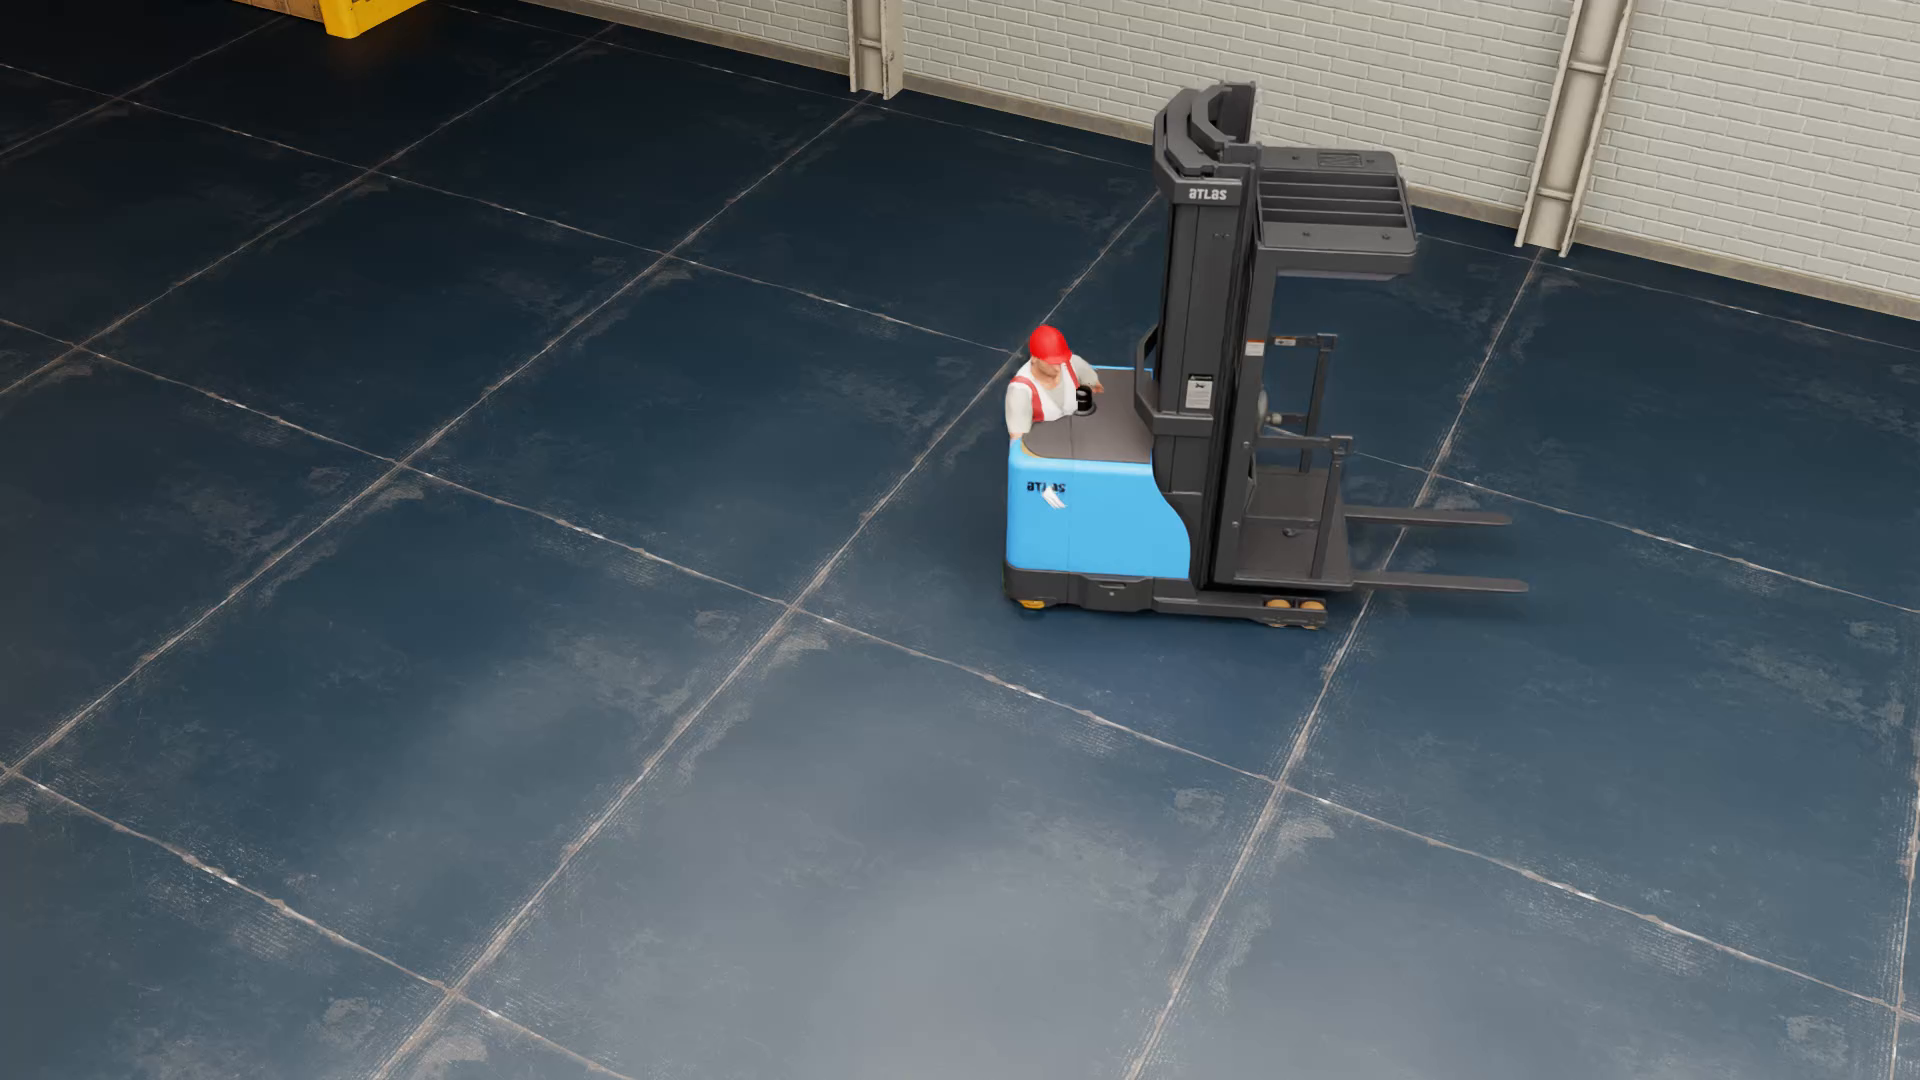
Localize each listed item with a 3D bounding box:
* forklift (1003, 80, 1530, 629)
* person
[{"bbox_3d":[1.802,-0.964,9.131,3.031,2.935,1.130,3,40,4],"label":"forklift"},{"bbox_3d":[0.615,-0.461,9.533,0.824,1.660,0.662,-22,45,-24],"label":"person"}]
